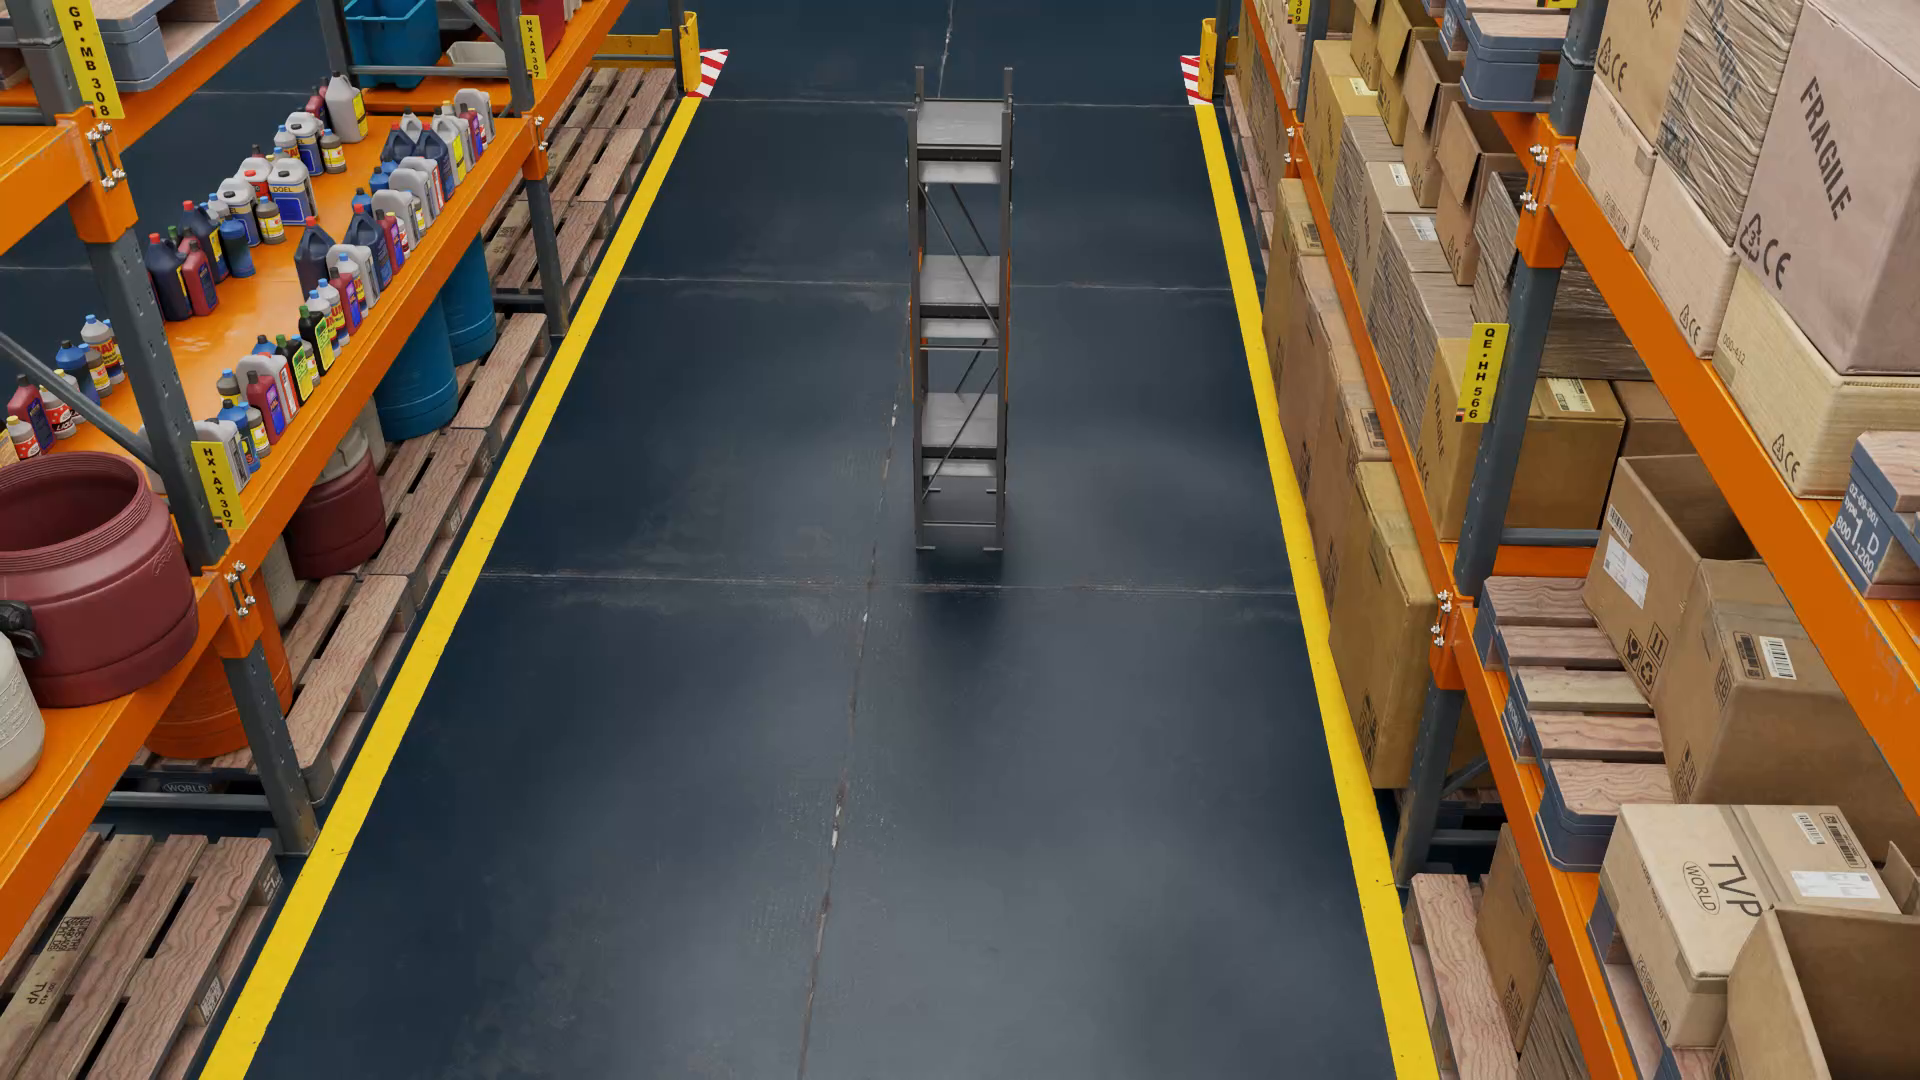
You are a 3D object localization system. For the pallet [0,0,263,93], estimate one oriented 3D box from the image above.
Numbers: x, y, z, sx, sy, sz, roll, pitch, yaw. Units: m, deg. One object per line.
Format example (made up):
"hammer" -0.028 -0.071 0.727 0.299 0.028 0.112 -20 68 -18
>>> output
"pallet" -2.755 -1.698 5.113 1.003 0.211 1.213 1 35 2

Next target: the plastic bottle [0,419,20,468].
"plastic bottle" -3.293 -0.305 5.677 0.061 0.283 0.133 1 35 2

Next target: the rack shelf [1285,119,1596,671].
"rack shelf" 2.146 -0.851 6.978 1.077 0.370 4.000 1 35 2

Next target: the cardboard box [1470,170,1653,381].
"cardboard box" 2.112 -0.867 5.416 0.797 0.503 0.637 2 35 3

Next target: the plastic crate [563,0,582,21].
"plastic crate" -2.477 -3.258 9.828 0.437 0.282 0.530 1 35 2

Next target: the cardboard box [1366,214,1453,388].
"cardboard box" 1.882 -0.911 6.351 0.500 0.500 0.500 0 35 0

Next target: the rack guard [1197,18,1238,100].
"rack guard" 2.388 -3.584 12.415 1.175 0.500 0.348 1 35 2

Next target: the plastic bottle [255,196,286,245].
"plastic bottle" -3.043 -1.413 7.325 0.097 0.201 0.097 0 35 0

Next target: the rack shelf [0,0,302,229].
"rack shelf" -2.803 -2.193 6.278 1.077 0.370 4.000 1 35 2

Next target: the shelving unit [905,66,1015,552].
"shelving unit" 0.007 -0.954 7.282 0.431 2.100 0.503 1 35 2

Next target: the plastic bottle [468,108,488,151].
"plastic bottle" -2.392 -2.027 8.198 0.097 0.201 0.097 0 35 0

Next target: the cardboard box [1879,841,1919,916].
"cardboard box" 2.269 0.851 3.682 0.396 0.266 0.258 0 35 1

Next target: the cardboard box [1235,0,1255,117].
"cardboard box" 2.442 -3.526 11.641 0.875 0.875 0.875 1 35 2

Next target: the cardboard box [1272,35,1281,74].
"cardboard box" 1.932 -2.670 9.159 0.380 0.149 0.250 1 35 1

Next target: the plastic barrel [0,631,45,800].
"plastic barrel" -2.711 0.439 4.419 0.421 0.512 0.421 0 35 0

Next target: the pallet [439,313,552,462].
"pallet" -2.795 -0.826 8.741 1.003 0.211 1.213 1 35 2

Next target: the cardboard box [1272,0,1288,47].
"cardboard box" 2.000 -2.912 9.157 0.500 0.250 0.500 2 35 3

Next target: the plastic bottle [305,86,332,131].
"plastic bottle" -3.169 -2.084 8.208 0.061 0.283 0.133 1 35 2

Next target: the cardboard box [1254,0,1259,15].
"cardboard box" 1.974 -3.259 9.997 0.380 0.149 0.250 2 35 3

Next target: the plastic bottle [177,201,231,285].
"plastic bottle" -3.186 -1.263 6.981 0.144 0.351 0.185 1 35 2

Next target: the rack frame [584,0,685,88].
"rack frame" -2.562 -4.707 11.839 1.000 3.000 0.127 1 35 2

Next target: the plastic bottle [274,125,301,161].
"plastic bottle" -3.168 -1.823 7.847 0.097 0.271 0.097 0 35 0

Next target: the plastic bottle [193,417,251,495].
"plastic bottle" -2.543 -0.301 5.678 0.152 0.276 0.135 1 35 2

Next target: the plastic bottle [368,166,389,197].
"plastic bottle" -2.581 -1.538 7.441 0.097 0.271 0.097 0 35 0

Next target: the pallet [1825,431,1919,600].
"pallet" 2.075 0.203 2.407 1.213 0.211 1.003 1 35 2

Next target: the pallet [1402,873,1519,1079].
"pallet" 2.033 1.593 5.299 1.003 0.211 1.213 1 35 2

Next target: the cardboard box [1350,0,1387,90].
"cardboard box" 2.209 -2.379 7.567 0.797 0.503 0.637 0 35 1

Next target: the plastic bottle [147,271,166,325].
"plastic bottle" -3.247 -0.962 6.612 0.061 0.283 0.133 1 35 2

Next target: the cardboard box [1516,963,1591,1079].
"cardboard box" 2.050 1.551 4.726 0.700 0.500 0.500 -1 35 -2

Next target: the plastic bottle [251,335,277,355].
"plastic bottle" -2.553 -0.633 6.153 0.097 0.271 0.097 0 35 0

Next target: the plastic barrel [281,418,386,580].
"plastic barrel" -2.835 -0.226 7.195 0.600 0.588 0.708 1 35 2

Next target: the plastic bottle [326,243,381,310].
"plastic bottle" -2.487 -1.098 6.812 0.152 0.276 0.135 1 35 2

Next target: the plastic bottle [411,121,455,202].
"plastic bottle" -2.440 -1.747 7.670 0.144 0.351 0.185 1 35 2

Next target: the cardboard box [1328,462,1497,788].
"cardboard box" 2.114 0.305 6.190 1.225 0.875 0.875 0 35 0

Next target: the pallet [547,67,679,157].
"pallet" -2.634 -3.093 11.968 1.003 0.211 1.213 1 35 2

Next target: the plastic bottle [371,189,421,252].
"plastic bottle" -2.465 -1.414 7.261 0.152 0.276 0.135 1 35 2

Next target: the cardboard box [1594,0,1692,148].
"cardboard box" 1.790 -1.205 3.725 0.500 0.500 0.500 2 35 2

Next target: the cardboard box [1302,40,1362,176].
"cardboard box" 1.958 -2.077 8.010 0.500 0.500 0.500 1 35 2

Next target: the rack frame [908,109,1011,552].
"rack frame" -0.003 -0.814 7.082 0.400 2.100 0.015 1 35 2

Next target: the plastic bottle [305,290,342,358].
"plastic bottle" -2.477 -0.840 6.449 0.097 0.271 0.097 0 35 0

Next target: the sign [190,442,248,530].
"sign" -2.333 -0.169 5.240 0.100 0.325 0.005 1 35 2

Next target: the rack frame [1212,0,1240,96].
"rack frame" 2.387 -4.593 11.676 1.000 3.000 0.127 1 35 2

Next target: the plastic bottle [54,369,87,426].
"plastic bottle" -3.257 -0.526 6.063 0.097 0.201 0.097 0 35 0

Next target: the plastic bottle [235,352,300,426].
"plastic bottle" -2.524 -0.567 6.056 0.152 0.276 0.135 1 35 2

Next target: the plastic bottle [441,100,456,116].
"plastic bottle" -2.541 -2.086 8.282 0.097 0.201 0.097 0 35 0
